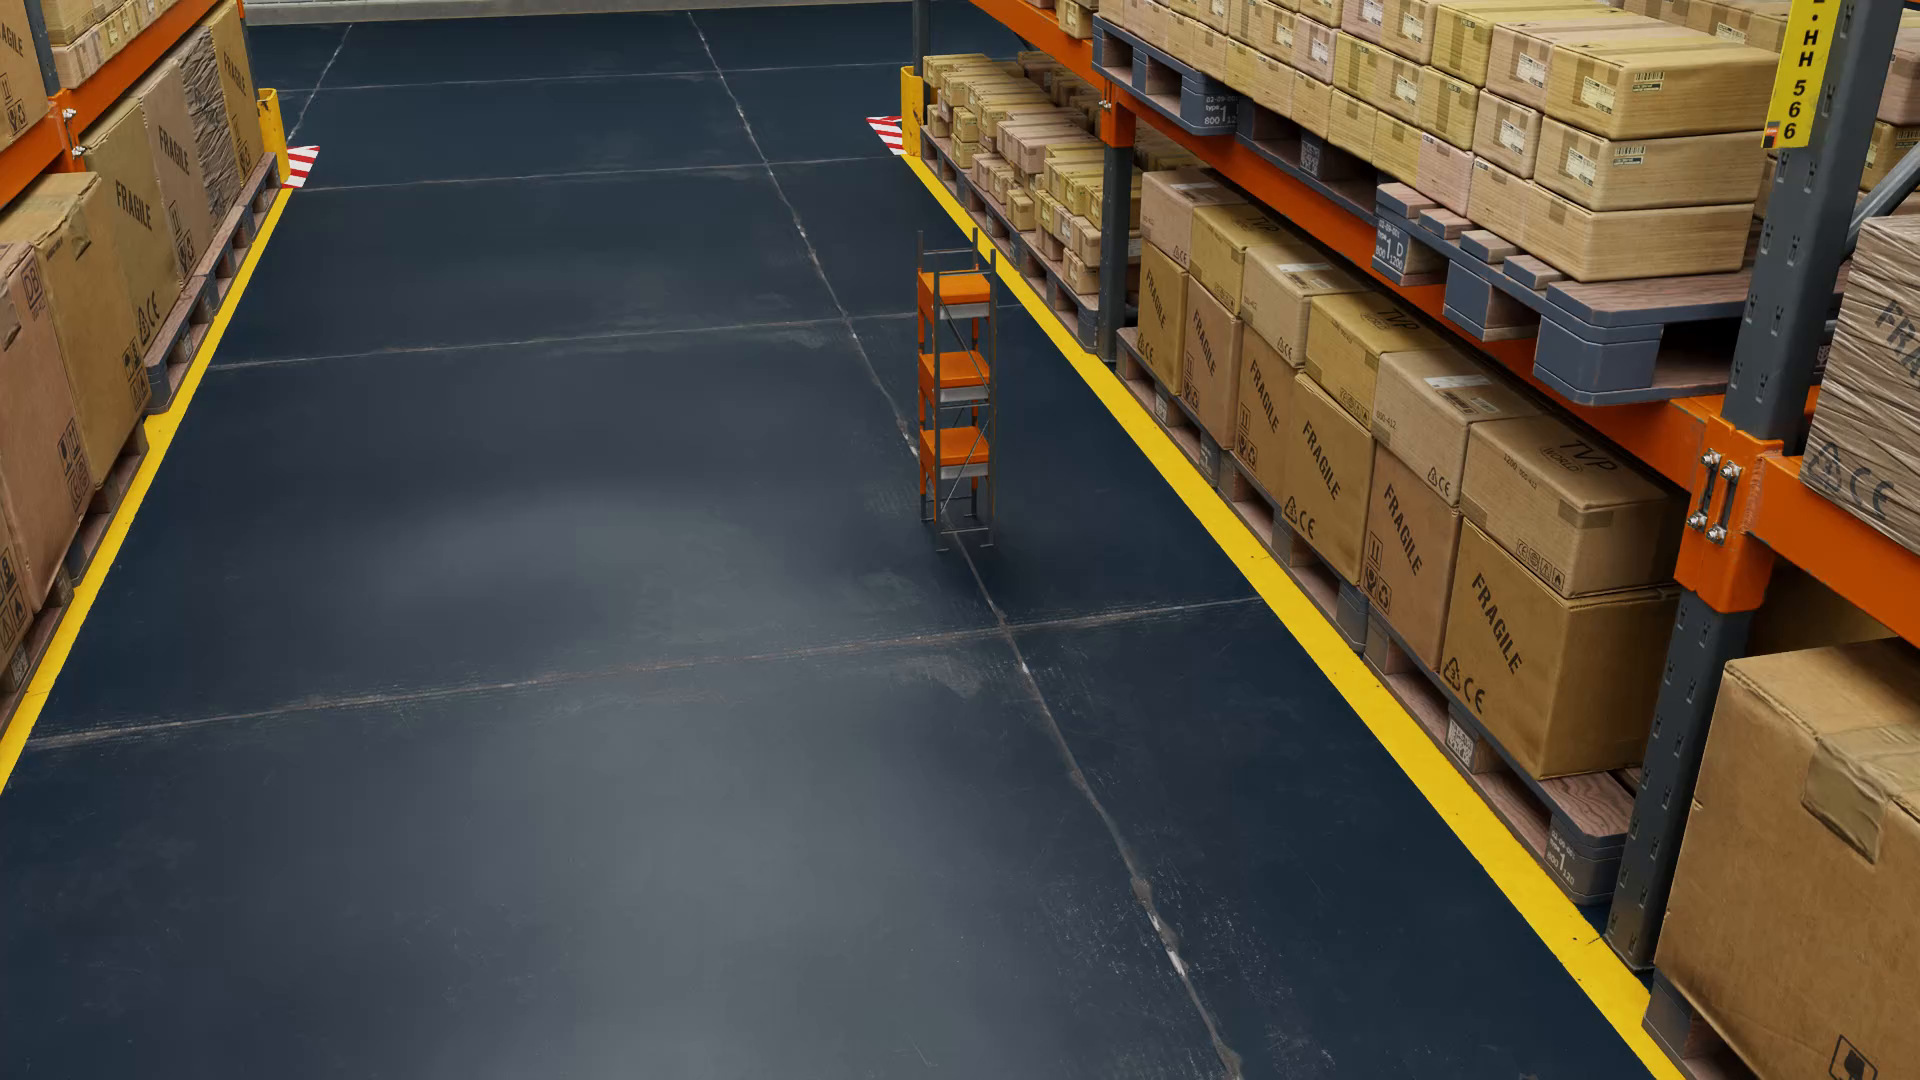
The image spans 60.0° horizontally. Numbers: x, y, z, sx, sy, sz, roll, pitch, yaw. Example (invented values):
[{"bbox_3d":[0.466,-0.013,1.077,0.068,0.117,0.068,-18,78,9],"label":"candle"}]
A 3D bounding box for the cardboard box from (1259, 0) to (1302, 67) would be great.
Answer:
[{"bbox_3d":[1.099,-1.484,4.844,0.380,0.149,0.250,-6,28,-13],"label":"cardboard box"}]

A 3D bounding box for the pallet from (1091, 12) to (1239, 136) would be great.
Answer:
[{"bbox_3d":[1.134,-1.746,6.093,1.003,0.211,1.213,-6,27,-12],"label":"pallet"}]

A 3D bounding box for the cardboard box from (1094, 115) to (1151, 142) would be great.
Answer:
[{"bbox_3d":[0.918,-2.111,8.641,0.380,0.149,0.250,-7,28,-14],"label":"cardboard box"}]

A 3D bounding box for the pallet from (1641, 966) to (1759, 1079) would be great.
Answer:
[{"bbox_3d":[2.110,1.173,3.193,1.003,0.211,1.213,-6,27,-12],"label":"pallet"}]

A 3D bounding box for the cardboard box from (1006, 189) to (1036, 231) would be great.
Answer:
[{"bbox_3d":[0.450,-1.689,8.465,0.380,0.149,0.250,-6,27,-12],"label":"cardboard box"}]

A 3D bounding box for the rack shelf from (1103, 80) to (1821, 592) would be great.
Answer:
[{"bbox_3d":[1.555,-0.983,5.167,1.077,0.370,4.000,-6,27,-12],"label":"rack shelf"}]

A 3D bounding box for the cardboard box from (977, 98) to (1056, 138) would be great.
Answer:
[{"bbox_3d":[0.305,-2.278,8.972,0.380,0.149,0.250,-6,27,-11],"label":"cardboard box"}]

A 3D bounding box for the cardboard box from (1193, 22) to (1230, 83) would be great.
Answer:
[{"bbox_3d":[0.979,-1.585,5.373,0.380,0.149,0.250,-7,28,-14],"label":"cardboard box"}]

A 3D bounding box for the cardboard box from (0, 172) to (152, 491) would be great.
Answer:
[{"bbox_3d":[-3.588,-0.683,5.666,1.225,0.875,0.875,-6,27,-11],"label":"cardboard box"}]

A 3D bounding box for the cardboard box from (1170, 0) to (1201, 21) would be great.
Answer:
[{"bbox_3d":[0.923,-1.830,5.529,0.380,0.149,0.250,-7,28,-14],"label":"cardboard box"}]

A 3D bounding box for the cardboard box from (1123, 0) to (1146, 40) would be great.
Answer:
[{"bbox_3d":[0.813,-1.917,6.031,0.380,0.149,0.250,-6,27,-11],"label":"cardboard box"}]

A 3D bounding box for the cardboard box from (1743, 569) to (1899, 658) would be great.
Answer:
[{"bbox_3d":[2.094,0.166,4.400,0.500,0.500,0.500,-7,28,-14],"label":"cardboard box"}]

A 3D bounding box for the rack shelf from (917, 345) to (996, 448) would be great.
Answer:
[{"bbox_3d":[-0.012,-0.483,5.565,0.215,0.259,0.240,-6,27,-12],"label":"rack shelf"}]

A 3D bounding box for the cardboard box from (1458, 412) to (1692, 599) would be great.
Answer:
[{"bbox_3d":[1.596,-0.106,4.107,0.500,0.250,0.500,-7,28,-13],"label":"cardboard box"}]

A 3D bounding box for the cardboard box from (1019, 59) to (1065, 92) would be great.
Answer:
[{"bbox_3d":[0.569,-2.796,9.997,0.380,0.149,0.250,-5,27,-11],"label":"cardboard box"}]

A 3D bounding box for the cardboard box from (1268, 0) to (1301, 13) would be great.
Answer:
[{"bbox_3d":[1.101,-1.618,4.779,0.380,0.149,0.250,-5,27,-10],"label":"cardboard box"}]

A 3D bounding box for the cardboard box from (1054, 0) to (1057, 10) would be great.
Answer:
[{"bbox_3d":[0.654,-2.517,7.687,0.380,0.149,0.250,-7,28,-13],"label":"cardboard box"}]

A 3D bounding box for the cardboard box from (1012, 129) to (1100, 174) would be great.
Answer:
[{"bbox_3d":[0.477,-1.940,8.303,0.380,0.149,0.250,-7,28,-14],"label":"cardboard box"}]

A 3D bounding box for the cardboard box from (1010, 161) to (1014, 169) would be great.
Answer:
[{"bbox_3d":[0.476,-2.040,8.831,0.380,0.149,0.250,-5,27,-9],"label":"cardboard box"}]

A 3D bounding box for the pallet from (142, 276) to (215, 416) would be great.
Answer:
[{"bbox_3d":[-3.846,-0.820,7.140,1.003,0.211,1.213,-6,27,-12],"label":"pallet"}]

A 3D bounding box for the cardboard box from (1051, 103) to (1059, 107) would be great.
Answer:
[{"bbox_3d":[0.679,-2.427,9.596,0.380,0.149,0.250,-6,27,-12],"label":"cardboard box"}]

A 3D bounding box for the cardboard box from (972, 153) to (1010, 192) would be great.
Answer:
[{"bbox_3d":[0.283,-2.032,9.144,0.380,0.149,0.250,-7,28,-14],"label":"cardboard box"}]

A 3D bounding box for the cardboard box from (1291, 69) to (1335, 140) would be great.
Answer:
[{"bbox_3d":[1.162,-1.235,4.680,0.380,0.149,0.250,-5,27,-10],"label":"cardboard box"}]

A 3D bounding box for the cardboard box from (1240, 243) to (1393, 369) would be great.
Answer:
[{"bbox_3d":[1.246,-0.779,5.441,0.500,0.250,0.500,-5,27,-10],"label":"cardboard box"}]

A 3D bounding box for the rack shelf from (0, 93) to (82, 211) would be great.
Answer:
[{"bbox_3d":[-3.301,-0.524,4.257,1.077,0.370,4.000,-6,27,-12],"label":"rack shelf"}]

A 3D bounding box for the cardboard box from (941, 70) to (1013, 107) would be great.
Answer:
[{"bbox_3d":[0.101,-2.622,9.652,0.380,0.149,0.250,-6,27,-12],"label":"cardboard box"}]

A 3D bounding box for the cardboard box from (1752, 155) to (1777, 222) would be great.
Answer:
[{"bbox_3d":[2.041,-0.836,3.890,0.380,0.149,0.250,-5,27,-9],"label":"cardboard box"}]

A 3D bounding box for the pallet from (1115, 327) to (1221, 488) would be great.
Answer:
[{"bbox_3d":[1.281,-0.596,6.696,1.003,0.211,1.213,-6,27,-12],"label":"pallet"}]

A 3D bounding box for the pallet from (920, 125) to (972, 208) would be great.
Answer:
[{"bbox_3d":[0.368,-2.300,10.072,1.003,0.211,1.213,-6,27,-12],"label":"pallet"}]

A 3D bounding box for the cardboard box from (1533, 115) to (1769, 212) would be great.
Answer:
[{"bbox_3d":[1.450,-0.805,3.498,0.380,0.149,0.250,-5,27,-11],"label":"cardboard box"}]

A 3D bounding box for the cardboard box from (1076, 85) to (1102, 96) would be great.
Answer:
[{"bbox_3d":[0.863,-2.462,9.337,0.380,0.149,0.250,-5,27,-10],"label":"cardboard box"}]

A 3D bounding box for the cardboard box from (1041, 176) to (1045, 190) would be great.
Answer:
[{"bbox_3d":[0.612,-1.689,8.135,0.380,0.149,0.250,-6,27,-11],"label":"cardboard box"}]

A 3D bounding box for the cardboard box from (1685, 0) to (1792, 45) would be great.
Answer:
[{"bbox_3d":[1.976,-1.215,3.981,0.380,0.149,0.250,-6,27,-12],"label":"cardboard box"}]

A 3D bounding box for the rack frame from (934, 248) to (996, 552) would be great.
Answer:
[{"bbox_3d":[0.015,-0.439,5.454,0.200,1.050,0.008,-6,27,-12],"label":"rack frame"}]

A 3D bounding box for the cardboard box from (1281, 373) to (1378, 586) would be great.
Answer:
[{"bbox_3d":[1.354,-0.219,5.163,0.500,0.500,0.500,-7,28,-14],"label":"cardboard box"}]

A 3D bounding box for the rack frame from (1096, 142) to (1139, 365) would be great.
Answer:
[{"bbox_3d":[1.104,-2.182,6.744,1.000,3.000,0.127,-6,27,-12],"label":"rack frame"}]

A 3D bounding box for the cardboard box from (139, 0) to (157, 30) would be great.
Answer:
[{"bbox_3d":[-3.786,-2.343,7.342,0.380,0.149,0.250,-6,27,-11],"label":"cardboard box"}]

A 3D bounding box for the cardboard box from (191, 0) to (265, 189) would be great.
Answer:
[{"bbox_3d":[-4.431,-2.445,9.157,0.875,0.875,0.875,-6,27,-12],"label":"cardboard box"}]

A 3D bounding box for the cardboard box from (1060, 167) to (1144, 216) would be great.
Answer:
[{"bbox_3d":[0.674,-1.600,7.629,0.380,0.149,0.250,-6,27,-11],"label":"cardboard box"}]

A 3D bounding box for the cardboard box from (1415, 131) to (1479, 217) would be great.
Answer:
[{"bbox_3d":[1.334,-0.893,4.004,0.380,0.149,0.250,-5,27,-11],"label":"cardboard box"}]

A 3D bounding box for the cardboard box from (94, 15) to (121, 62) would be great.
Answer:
[{"bbox_3d":[-3.613,-2.005,6.673,0.380,0.149,0.250,-5,27,-10],"label":"cardboard box"}]

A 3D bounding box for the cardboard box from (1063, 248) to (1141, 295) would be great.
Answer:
[{"bbox_3d":[0.684,-1.234,7.565,0.380,0.149,0.250,-6,27,-11],"label":"cardboard box"}]

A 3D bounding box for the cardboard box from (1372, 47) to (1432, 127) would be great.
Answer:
[{"bbox_3d":[1.271,-1.147,4.176,0.380,0.149,0.250,-6,27,-11],"label":"cardboard box"}]

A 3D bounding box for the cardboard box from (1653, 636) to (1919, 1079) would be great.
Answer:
[{"bbox_3d":[2.055,0.667,3.130,1.050,0.750,0.750,-6,27,-12],"label":"cardboard box"}]

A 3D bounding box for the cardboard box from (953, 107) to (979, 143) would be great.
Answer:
[{"bbox_3d":[0.171,-2.382,9.507,0.380,0.149,0.250,-5,27,-10],"label":"cardboard box"}]

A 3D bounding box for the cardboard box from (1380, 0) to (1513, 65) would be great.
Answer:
[{"bbox_3d":[1.271,-1.278,4.105,0.380,0.149,0.250,-5,27,-10],"label":"cardboard box"}]

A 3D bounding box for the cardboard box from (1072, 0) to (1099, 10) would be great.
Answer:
[{"bbox_3d":[0.720,-2.543,7.019,0.500,0.500,0.500,-6,27,-12],"label":"cardboard box"}]

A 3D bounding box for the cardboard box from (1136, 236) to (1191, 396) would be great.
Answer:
[{"bbox_3d":[1.012,-0.902,6.517,0.500,0.500,0.500,-5,27,-10],"label":"cardboard box"}]

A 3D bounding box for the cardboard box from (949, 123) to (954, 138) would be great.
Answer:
[{"bbox_3d":[0.147,-2.484,10.040,0.380,0.149,0.250,-6,27,-12],"label":"cardboard box"}]

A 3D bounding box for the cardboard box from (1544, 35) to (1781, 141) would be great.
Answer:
[{"bbox_3d":[1.448,-0.936,3.427,0.380,0.149,0.250,-7,28,-14],"label":"cardboard box"}]

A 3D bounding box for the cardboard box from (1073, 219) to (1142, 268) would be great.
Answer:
[{"bbox_3d":[0.723,-1.336,7.435,0.380,0.149,0.250,-5,27,-11],"label":"cardboard box"}]

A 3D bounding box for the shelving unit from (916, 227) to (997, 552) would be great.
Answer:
[{"bbox_3d":[-0.012,-0.492,5.560,0.215,1.050,0.252,-6,27,-12],"label":"shelving unit"}]

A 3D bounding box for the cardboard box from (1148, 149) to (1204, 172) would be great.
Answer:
[{"bbox_3d":[1.119,-1.768,7.961,0.380,0.149,0.250,-6,27,-12],"label":"cardboard box"}]

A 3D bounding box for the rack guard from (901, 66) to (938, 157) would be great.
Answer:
[{"bbox_3d":[0.220,-2.789,10.720,1.175,0.500,0.348,-6,27,-12],"label":"rack guard"}]

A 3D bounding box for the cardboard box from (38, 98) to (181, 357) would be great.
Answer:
[{"bbox_3d":[-3.822,-1.260,6.809,0.875,0.875,0.875,-6,27,-12],"label":"cardboard box"}]
